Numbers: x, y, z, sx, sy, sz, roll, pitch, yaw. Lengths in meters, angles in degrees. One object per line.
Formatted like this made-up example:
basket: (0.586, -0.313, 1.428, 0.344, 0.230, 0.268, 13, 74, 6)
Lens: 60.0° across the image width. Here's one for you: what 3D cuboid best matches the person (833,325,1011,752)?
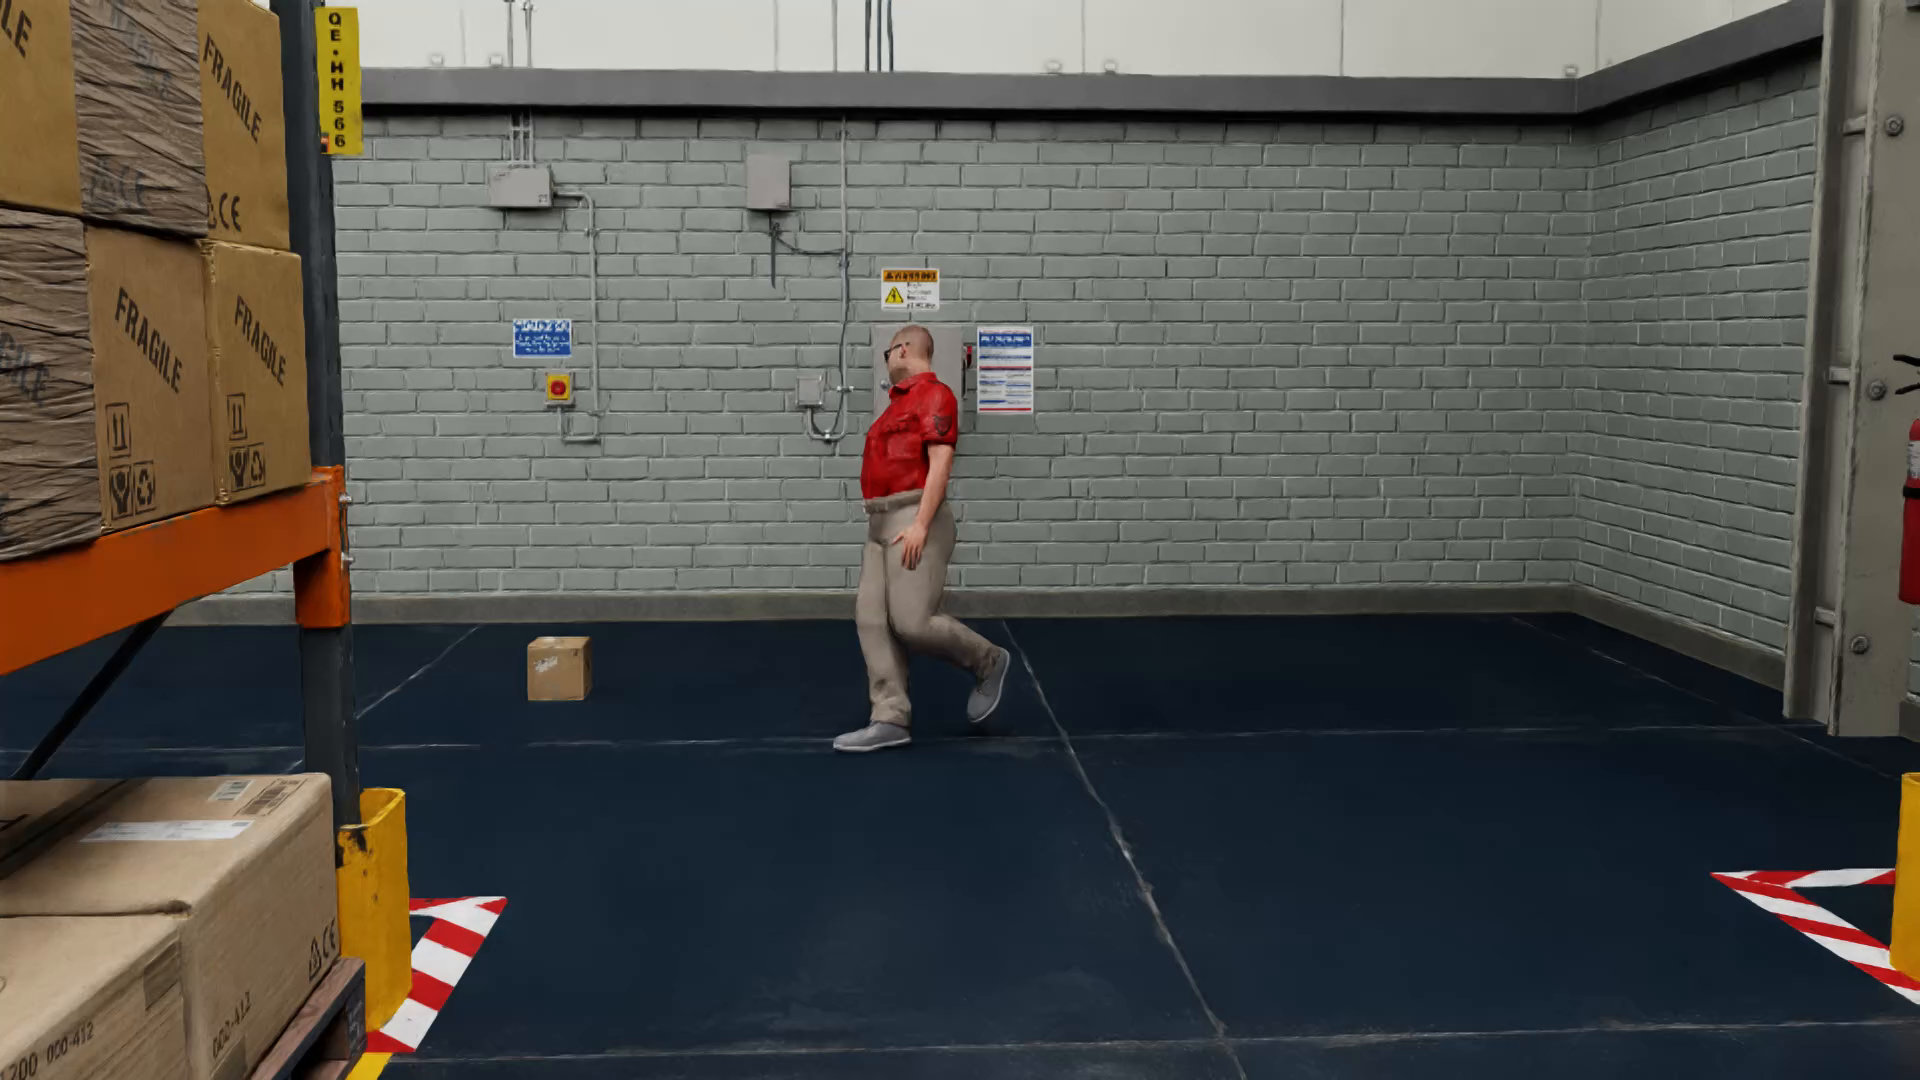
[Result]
person: (-0.195, -0.026, 6.715, 0.764, 1.675, 0.609, -3, 7, -24)
